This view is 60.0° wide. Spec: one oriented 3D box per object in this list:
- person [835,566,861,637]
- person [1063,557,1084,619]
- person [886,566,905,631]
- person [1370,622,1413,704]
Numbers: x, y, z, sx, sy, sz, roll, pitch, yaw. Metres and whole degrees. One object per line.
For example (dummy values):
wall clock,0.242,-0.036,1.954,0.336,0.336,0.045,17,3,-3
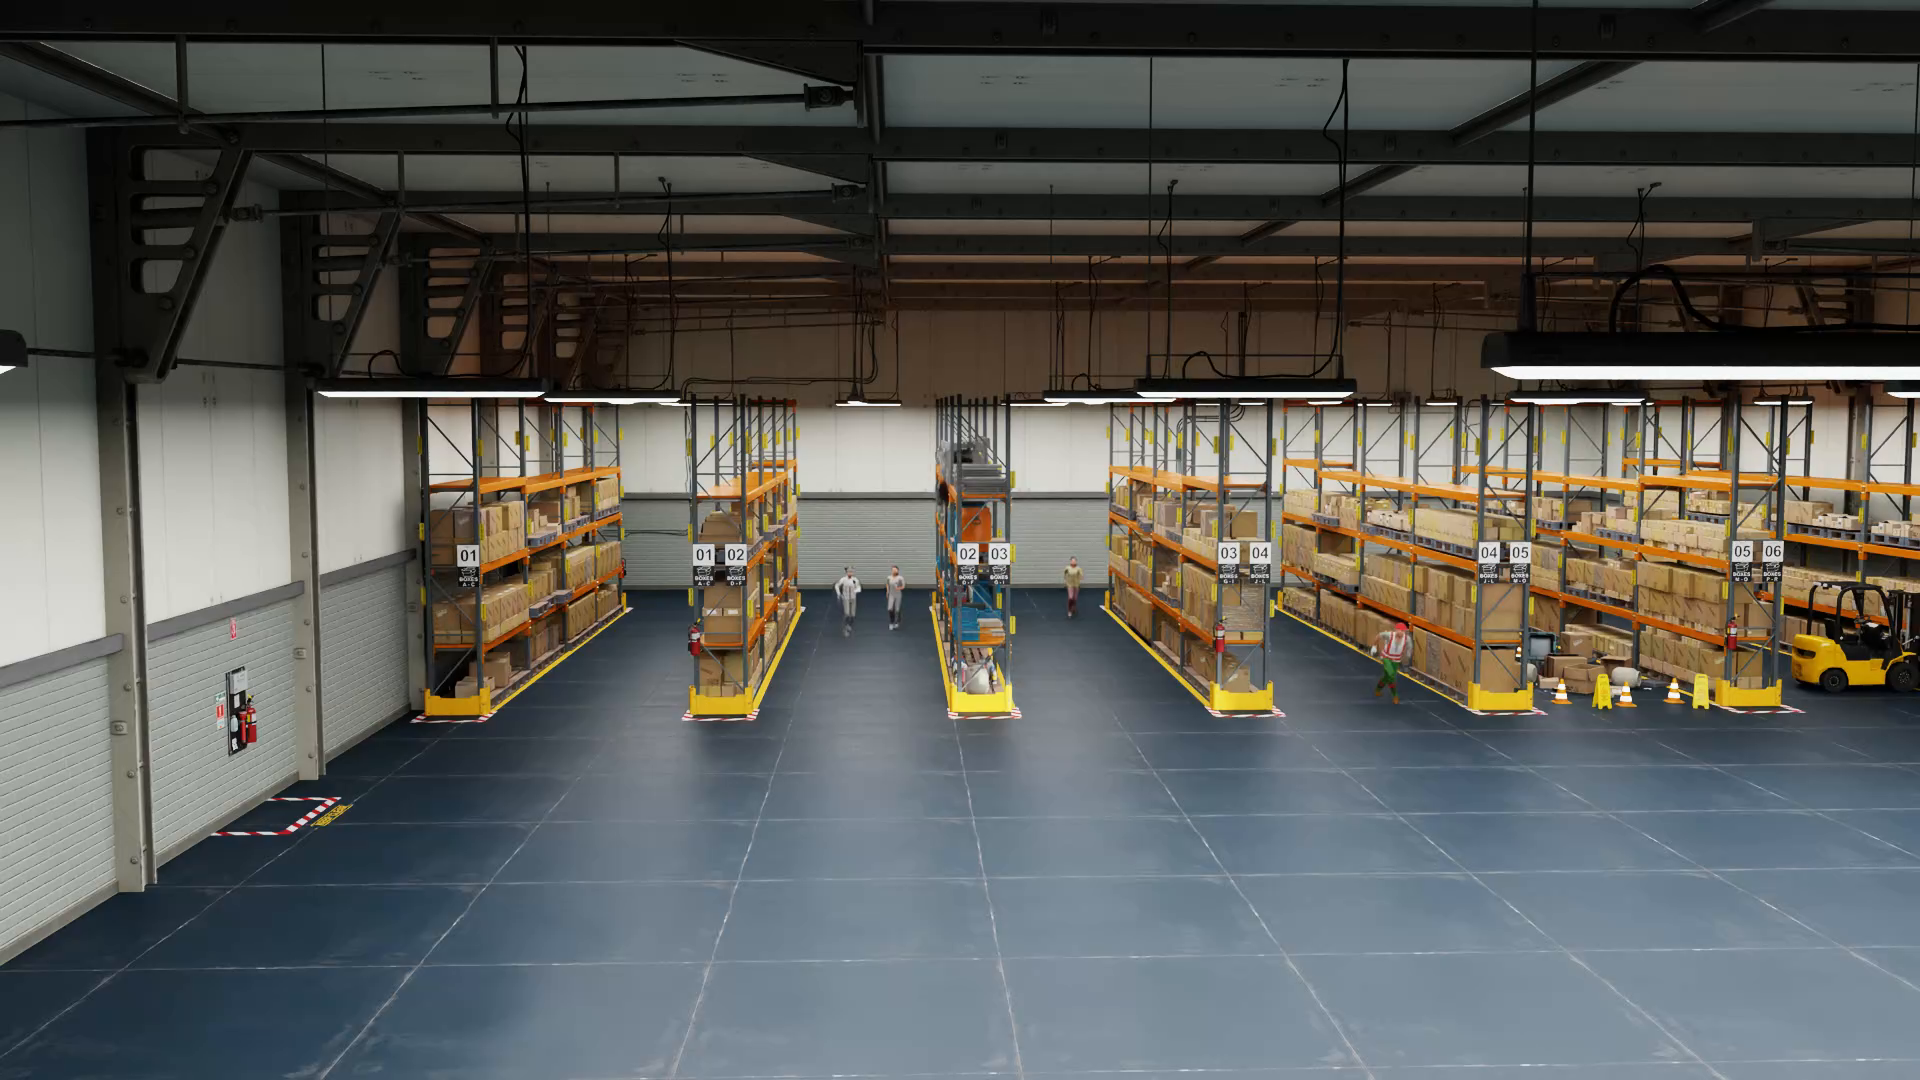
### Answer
person,-2.717,1.501,40.691,0.576,1.741,0.696,-1,5,-17
person,3.117,1.301,45.624,0.547,1.682,0.675,0,4,-2
person,-1.678,1.499,43.108,0.542,1.683,0.692,1,5,9
person,8.409,2.345,32.431,0.692,1.583,1.122,-1,5,-9
